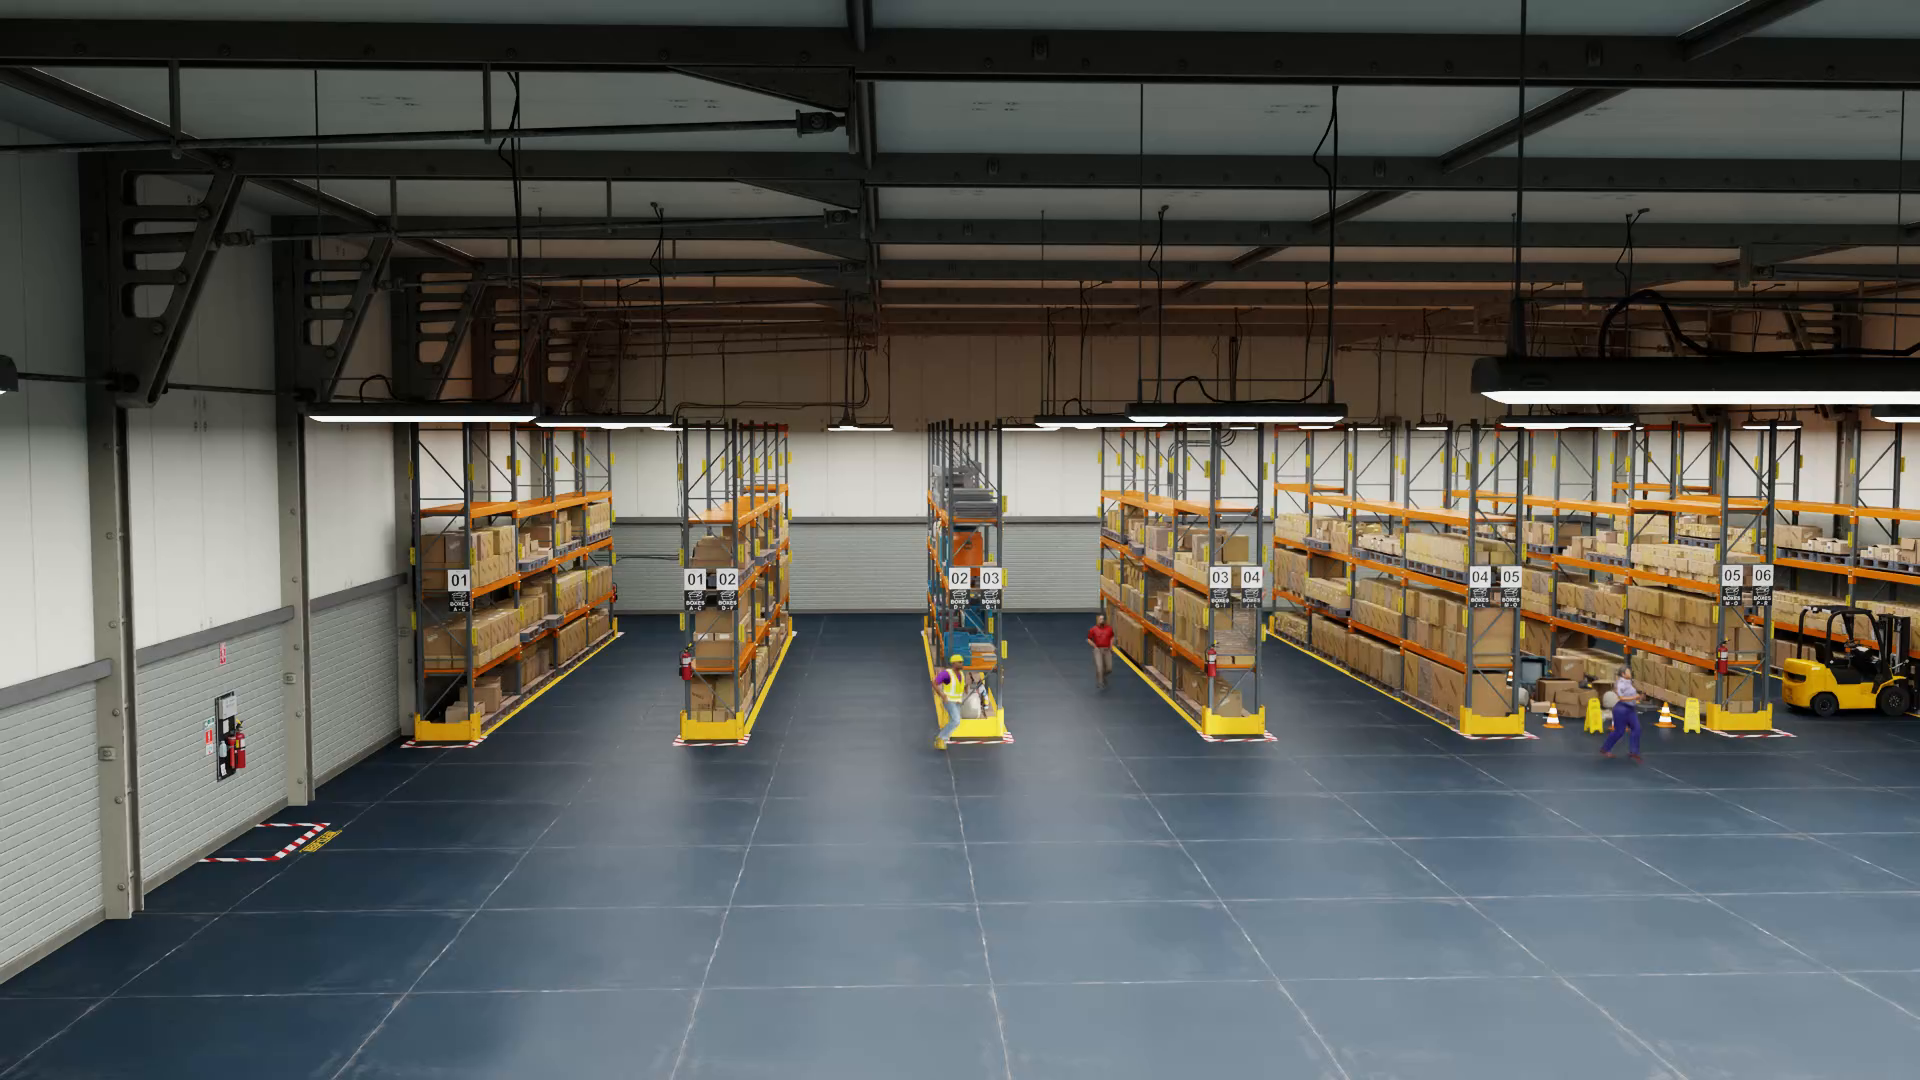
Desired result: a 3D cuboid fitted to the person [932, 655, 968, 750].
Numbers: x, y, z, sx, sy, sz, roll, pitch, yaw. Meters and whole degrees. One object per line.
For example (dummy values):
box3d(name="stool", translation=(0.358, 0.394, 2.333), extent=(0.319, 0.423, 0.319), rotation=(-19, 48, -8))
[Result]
box3d(name="person", translation=(-0.126, 2.930, 30.181), extent=(0.597, 1.697, 0.709), rotation=(3, 5, 37))

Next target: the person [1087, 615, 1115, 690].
box3d(name="person", translation=(3.166, 2.510, 37.097), extent=(0.659, 1.667, 0.622), rotation=(-1, 4, -10))

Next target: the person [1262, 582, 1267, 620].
box3d(name="person", translation=(8.625, 1.765, 48.508), extent=(0.561, 1.727, 0.710), rotation=(-1, 4, -22))

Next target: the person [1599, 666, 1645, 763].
box3d(name="person", translation=(11.566, 3.040, 29.008), extent=(0.735, 1.703, 0.588), rotation=(3, 5, 38))

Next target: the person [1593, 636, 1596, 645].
box3d(name="person", translation=(16.707, 2.062, 44.052), extent=(0.668, 1.688, 0.794), rotation=(-1, 4, -10))
